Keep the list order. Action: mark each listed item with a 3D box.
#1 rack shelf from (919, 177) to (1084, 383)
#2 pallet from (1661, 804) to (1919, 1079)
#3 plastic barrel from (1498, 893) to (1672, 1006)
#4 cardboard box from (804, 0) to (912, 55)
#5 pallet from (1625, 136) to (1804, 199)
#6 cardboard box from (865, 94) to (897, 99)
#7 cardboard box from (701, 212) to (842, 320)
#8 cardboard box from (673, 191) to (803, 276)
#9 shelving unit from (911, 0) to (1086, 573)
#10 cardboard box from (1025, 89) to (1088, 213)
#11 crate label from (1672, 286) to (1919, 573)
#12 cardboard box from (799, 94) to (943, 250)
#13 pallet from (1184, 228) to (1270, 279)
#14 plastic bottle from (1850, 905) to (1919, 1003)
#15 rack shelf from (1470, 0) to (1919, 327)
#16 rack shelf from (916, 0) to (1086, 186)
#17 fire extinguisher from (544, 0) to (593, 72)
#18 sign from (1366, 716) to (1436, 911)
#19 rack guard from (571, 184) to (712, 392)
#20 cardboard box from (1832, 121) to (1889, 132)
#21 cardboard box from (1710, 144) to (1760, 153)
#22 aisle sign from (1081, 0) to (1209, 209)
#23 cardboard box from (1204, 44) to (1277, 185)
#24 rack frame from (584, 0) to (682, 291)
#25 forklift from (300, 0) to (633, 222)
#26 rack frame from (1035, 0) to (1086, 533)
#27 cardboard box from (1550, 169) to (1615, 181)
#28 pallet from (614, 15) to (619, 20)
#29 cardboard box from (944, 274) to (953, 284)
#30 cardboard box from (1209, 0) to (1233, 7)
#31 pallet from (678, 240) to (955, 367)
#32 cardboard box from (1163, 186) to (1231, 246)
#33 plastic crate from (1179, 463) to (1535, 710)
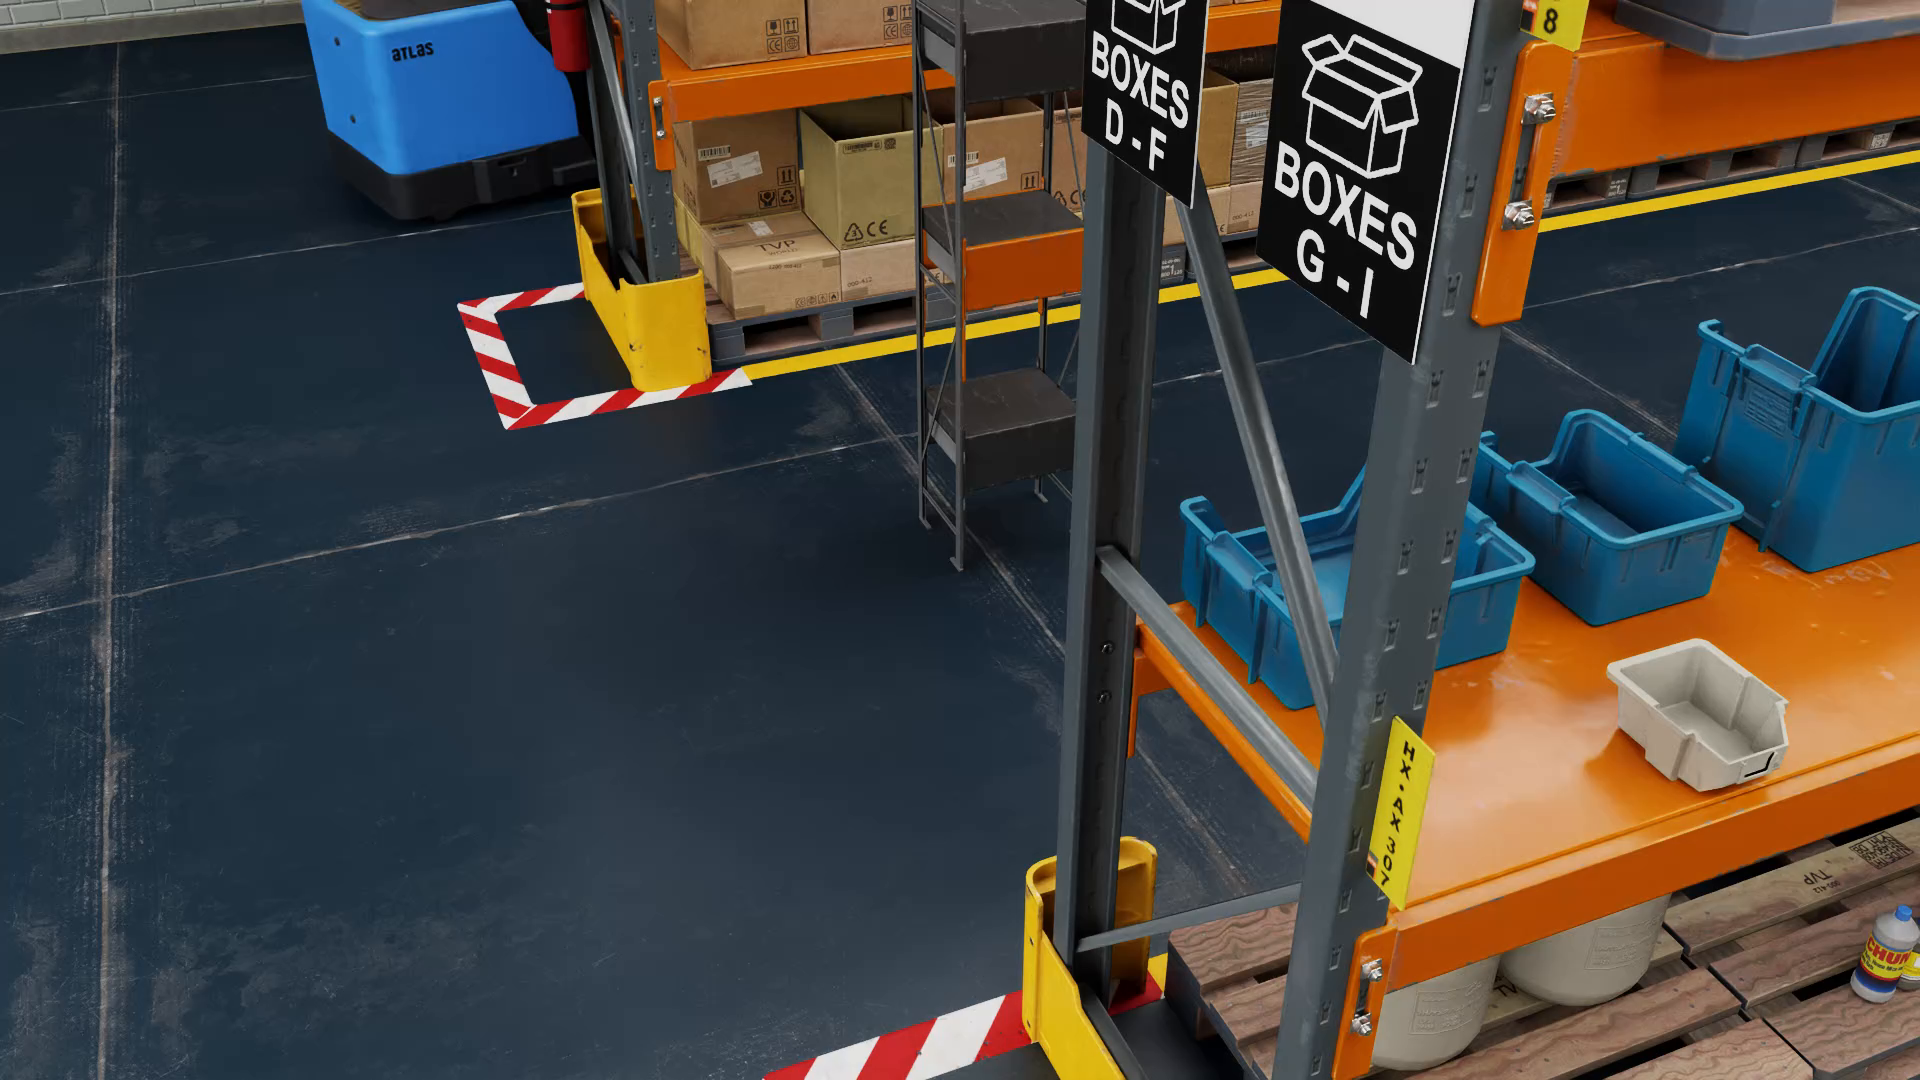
[{"bbox_3d":[0.153,-0.904,5.738,0.480,0.518,0.431,-13,35,-19],"label":"rack shelf"},{"bbox_3d":[2.400,0.972,4.563,1.213,0.211,1.003,-13,35,-19],"label":"pallet"},{"bbox_3d":[1.513,0.851,4.088,0.421,0.512,0.421,0,33,0],"label":"plastic barrel"},{"bbox_3d":[-0.522,-2.472,7.207,0.500,0.500,0.700,-12,35,-18],"label":"cardboard box"},{"bbox_3d":[4.039,-2.335,9.645,1.213,0.211,1.003,-13,35,-19],"label":"pallet"},{"bbox_3d":[-0.145,-2.044,8.089,0.500,0.500,0.500,-13,35,-19],"label":"cardboard box"},{"bbox_3d":[-0.860,-1.249,7.556,0.500,0.250,0.500,-13,35,-19],"label":"cardboard box"},{"bbox_3d":[-1.060,-1.510,7.956,0.500,0.250,0.500,-13,35,-19],"label":"cardboard box"},{"bbox_3d":[0.153,-0.915,5.731,0.503,2.100,0.431,-13,35,-19],"label":"shelving unit"},{"bbox_3d":[0.525,-1.879,7.836,0.500,0.500,0.500,-13,35,-19],"label":"cardboard box"},{"bbox_3d":[2.066,-0.272,3.886,0.616,0.435,0.502,-13,35,-19],"label":"crate label"},{"bbox_3d":[-0.399,-1.670,7.515,0.500,0.500,0.500,-13,35,-19],"label":"cardboard box"},{"bbox_3d":[1.499,-1.754,8.751,1.213,0.211,1.003,-13,35,-19],"label":"pallet"},{"bbox_3d":[2.266,1.000,4.061,0.097,0.271,0.097,0,33,0],"label":"plastic bottle"},{"bbox_3d":[2.318,-1.111,3.116,4.000,0.370,1.077,-13,35,-19],"label":"rack shelf"},{"bbox_3d":[0.153,-1.490,5.357,0.480,0.518,0.431,-13,35,-19],"label":"rack shelf"},{"bbox_3d":[-1.729,-2.401,7.260,0.183,0.674,0.296,-13,35,-19],"label":"fire extinguisher"},{"bbox_3d":[0.683,0.429,2.587,0.005,0.325,0.100,-13,35,-19],"label":"sign"},{"bbox_3d":[-1.462,-1.172,7.592,0.348,0.500,1.175,-13,35,-19],"label":"rack guard"},{"bbox_3d":[5.072,-2.593,9.621,0.500,0.250,0.500,-13,35,-19],"label":"cardboard box"},{"bbox_3d":[4.134,-2.378,9.291,0.500,0.250,0.500,-12,35,-18],"label":"cardboard box"},{"bbox_3d":[0.293,-0.957,2.586,0.004,0.787,0.394,-13,35,-19],"label":"aisle sign"},{"bbox_3d":[1.440,-2.099,8.175,0.500,0.500,0.500,-13,35,-19],"label":"cardboard box"},{"bbox_3d":[-1.440,-2.225,6.919,0.127,3.000,1.000,-13,35,-19],"label":"rack frame"},{"bbox_3d":[-2.032,-3.548,9.015,3.031,2.935,1.130,-23,39,-31],"label":"forklift"},{"bbox_3d":[0.378,-0.967,5.810,0.015,2.100,0.400,-13,35,-19],"label":"rack frame"},{"bbox_3d":[3.188,-2.160,8.956,0.500,0.250,0.500,-12,35,-18],"label":"cardboard box"},{"bbox_3d":[-2.528,-3.716,11.767,1.213,0.211,1.003,-13,35,-19],"label":"pallet"},{"bbox_3d":[0.061,-1.462,7.883,0.500,0.250,0.500,-13,35,-19],"label":"cardboard box"},{"bbox_3d":[0.893,-2.796,7.704,0.500,0.500,0.700,-12,35,-18],"label":"cardboard box"},{"bbox_3d":[-0.751,-1.238,7.960,1.213,0.211,1.003,-13,35,-19],"label":"pallet"},{"bbox_3d":[0.985,-1.671,8.204,0.500,0.250,0.500,-13,35,-19],"label":"cardboard box"},{"bbox_3d":[0.820,0.073,3.523,0.616,0.251,0.499,-13,35,-19],"label":"plastic crate"}]
